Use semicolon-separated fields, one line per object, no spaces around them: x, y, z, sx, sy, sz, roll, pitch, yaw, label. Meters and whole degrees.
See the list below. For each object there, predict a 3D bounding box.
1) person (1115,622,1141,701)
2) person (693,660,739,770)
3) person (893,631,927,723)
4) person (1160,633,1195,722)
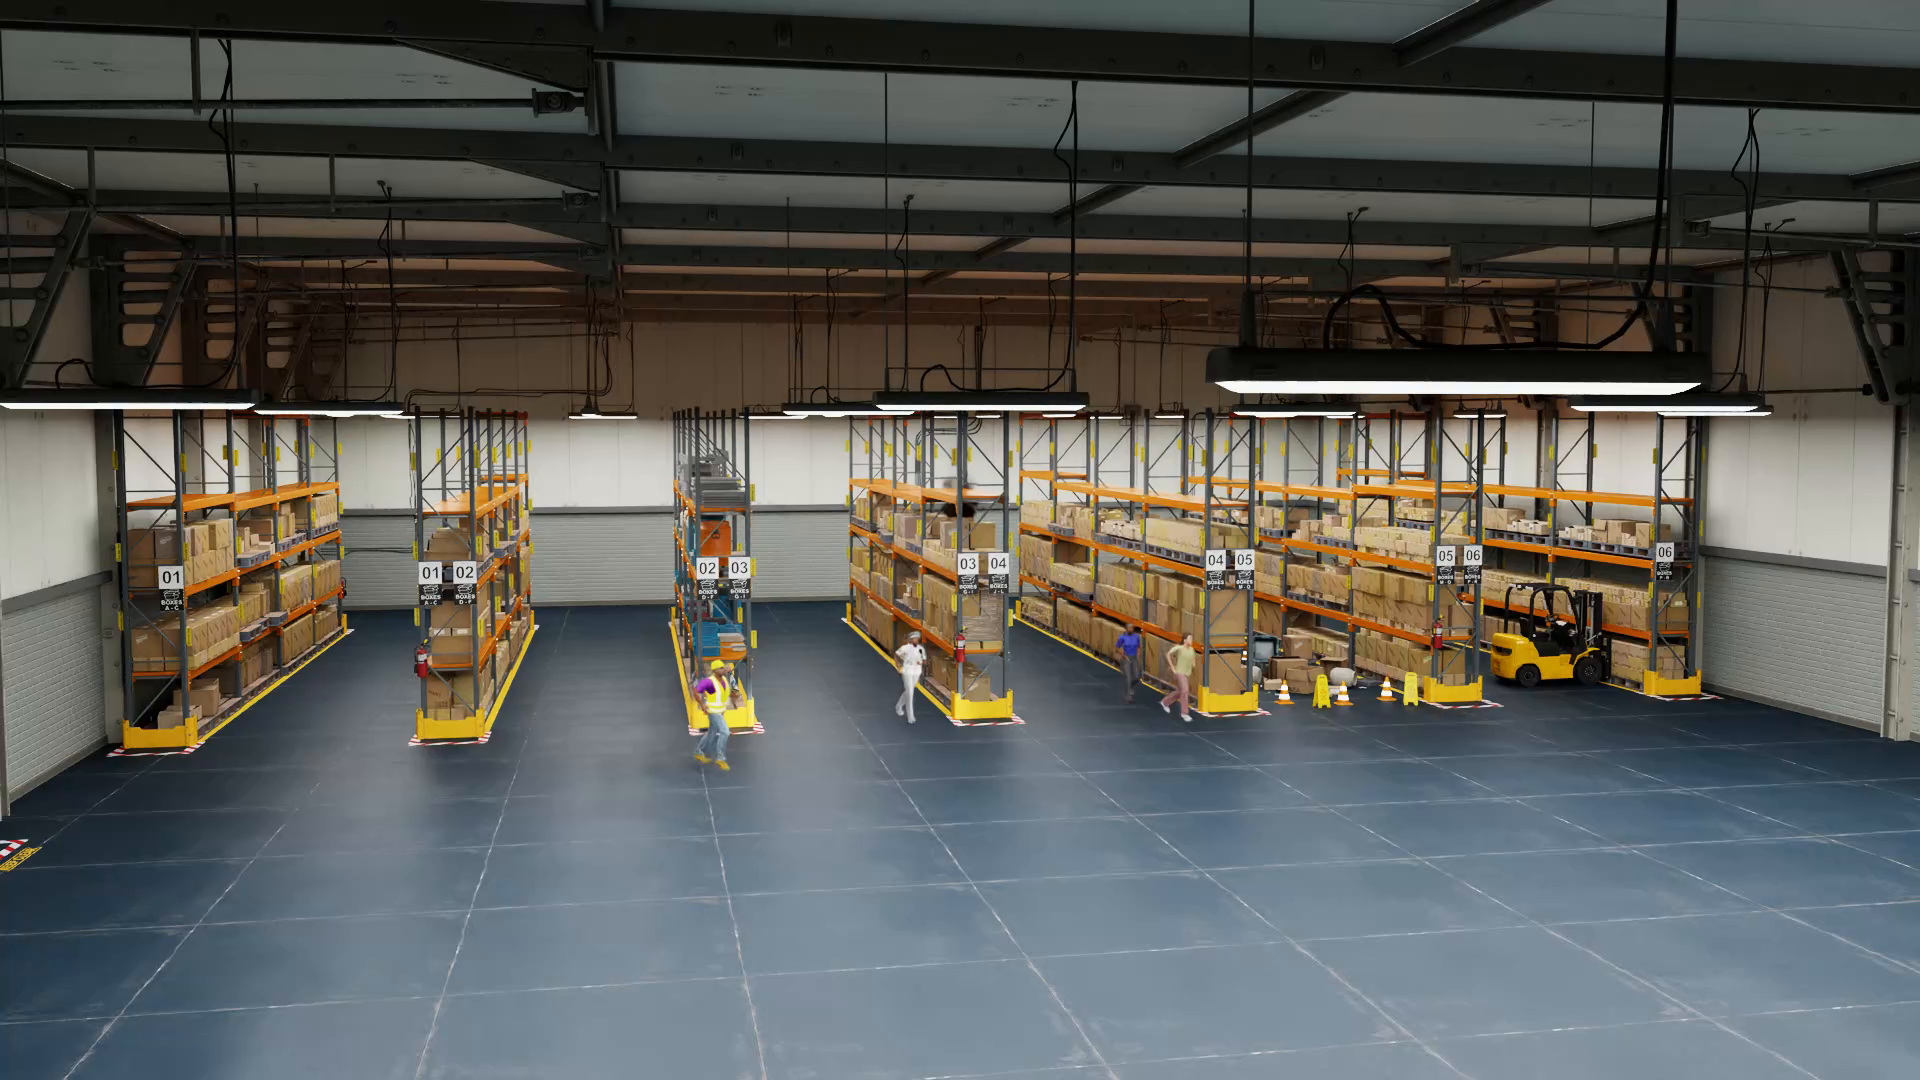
3.470;2.537;34.100;0.593;1.525;0.533;-1;4;-15;person
-4.058;2.881;27.562;0.785;1.821;0.686;1;4;16;person
-0.919;2.599;31.999;0.601;1.701;0.891;-3;5;-34;person
4.310;2.610;32.195;0.606;1.656;0.944;-3;5;-38;person
